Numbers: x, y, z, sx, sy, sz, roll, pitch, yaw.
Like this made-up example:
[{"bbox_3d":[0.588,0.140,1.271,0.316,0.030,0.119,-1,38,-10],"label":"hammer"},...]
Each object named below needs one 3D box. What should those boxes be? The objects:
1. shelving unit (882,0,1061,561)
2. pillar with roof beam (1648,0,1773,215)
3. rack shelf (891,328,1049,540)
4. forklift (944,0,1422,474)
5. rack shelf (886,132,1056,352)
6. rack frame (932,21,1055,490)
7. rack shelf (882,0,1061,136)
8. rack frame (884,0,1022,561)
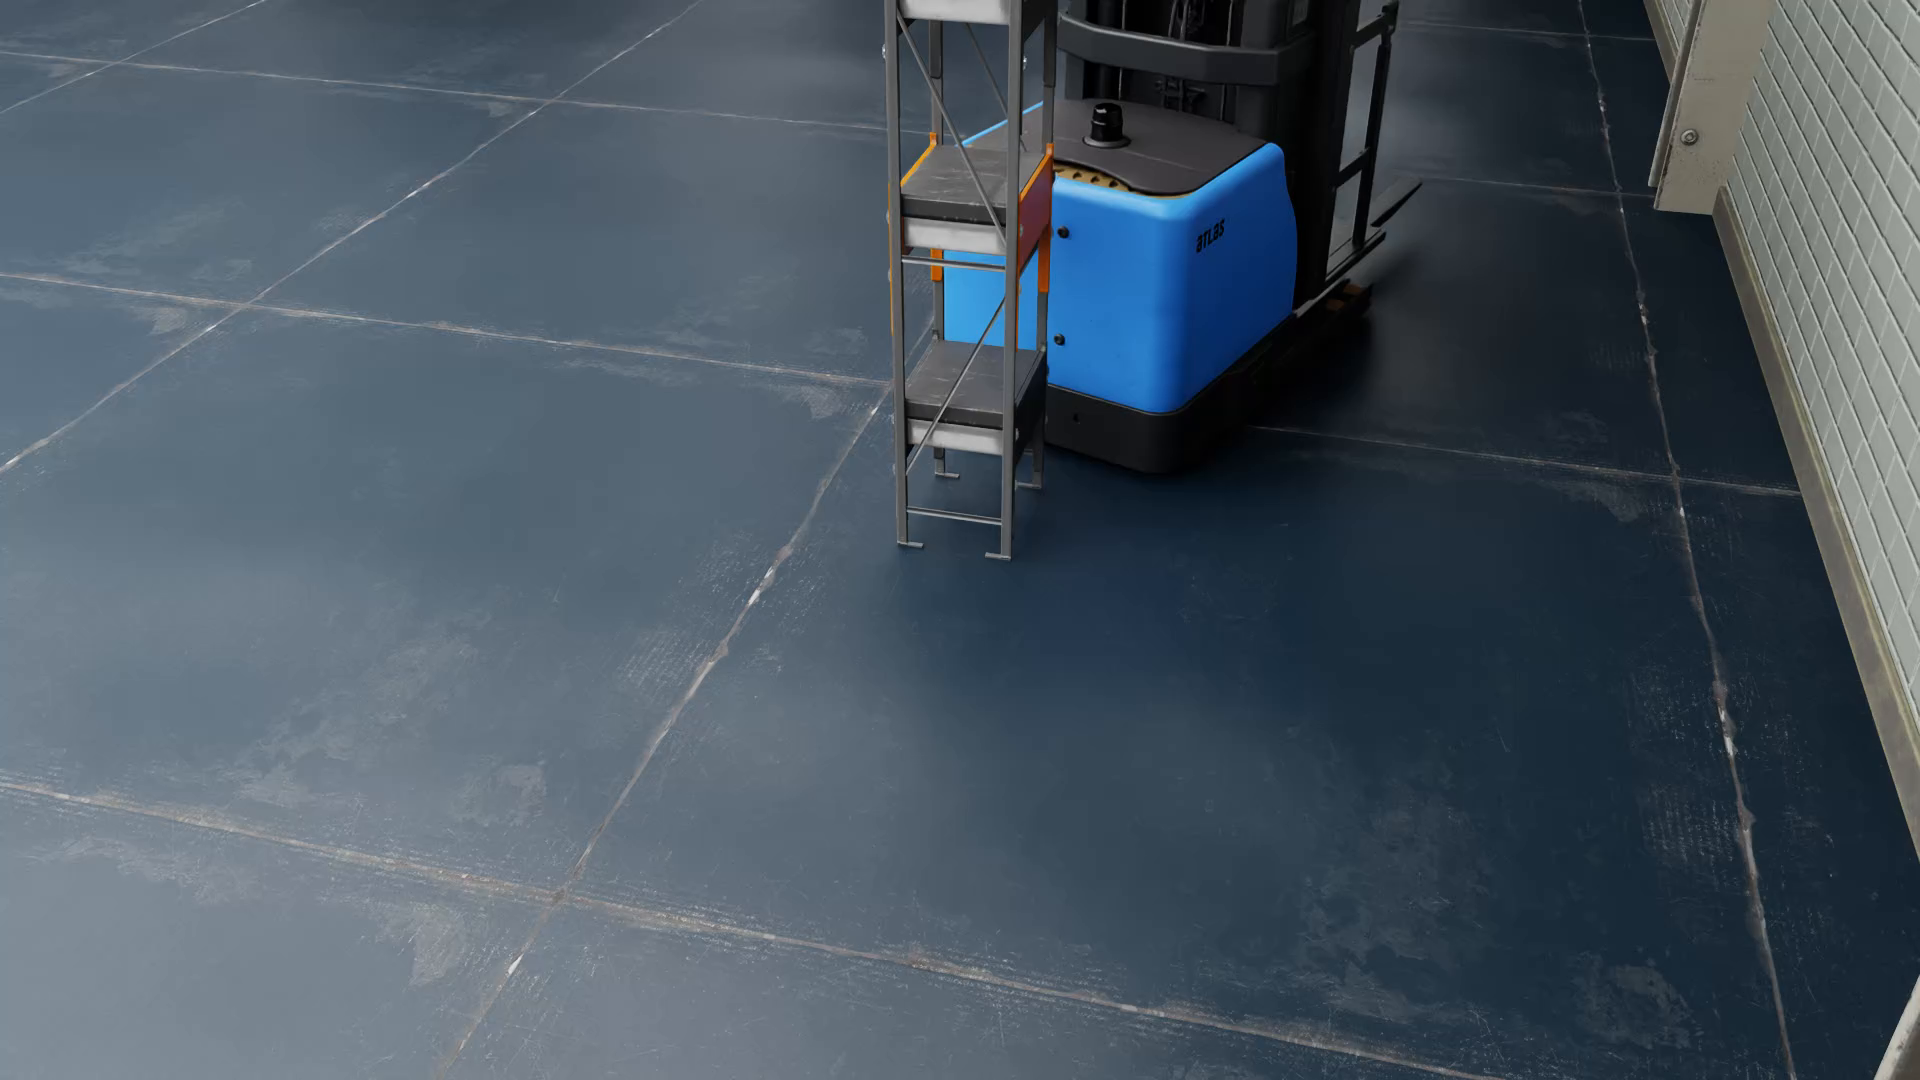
[{"bbox_3d":[0.042,-0.972,5.322,0.431,2.100,0.503,8,33,12],"label":"shelving unit"},{"bbox_3d":[-0.471,-6.127,7.000,9.100,9.000,0.400,8,33,12],"label":"pillar with roof beam"},{"bbox_3d":[0.042,-0.370,5.705,0.431,0.518,0.480,8,33,12],"label":"rack shelf"},{"bbox_3d":[1.136,-2.225,6.518,1.130,2.935,3.031,19,37,28],"label":"forklift"},{"bbox_3d":[0.042,-0.960,5.329,0.431,0.518,0.480,8,33,12],"label":"rack shelf"},{"bbox_3d":[0.104,-1.099,5.521,0.400,2.100,0.015,8,33,12],"label":"rack frame"},{"bbox_3d":[0.042,-1.551,4.954,0.431,0.518,0.480,8,33,12],"label":"rack shelf"},{"bbox_3d":[-0.020,-0.845,5.123,0.400,2.100,0.015,8,33,12],"label":"rack frame"}]
